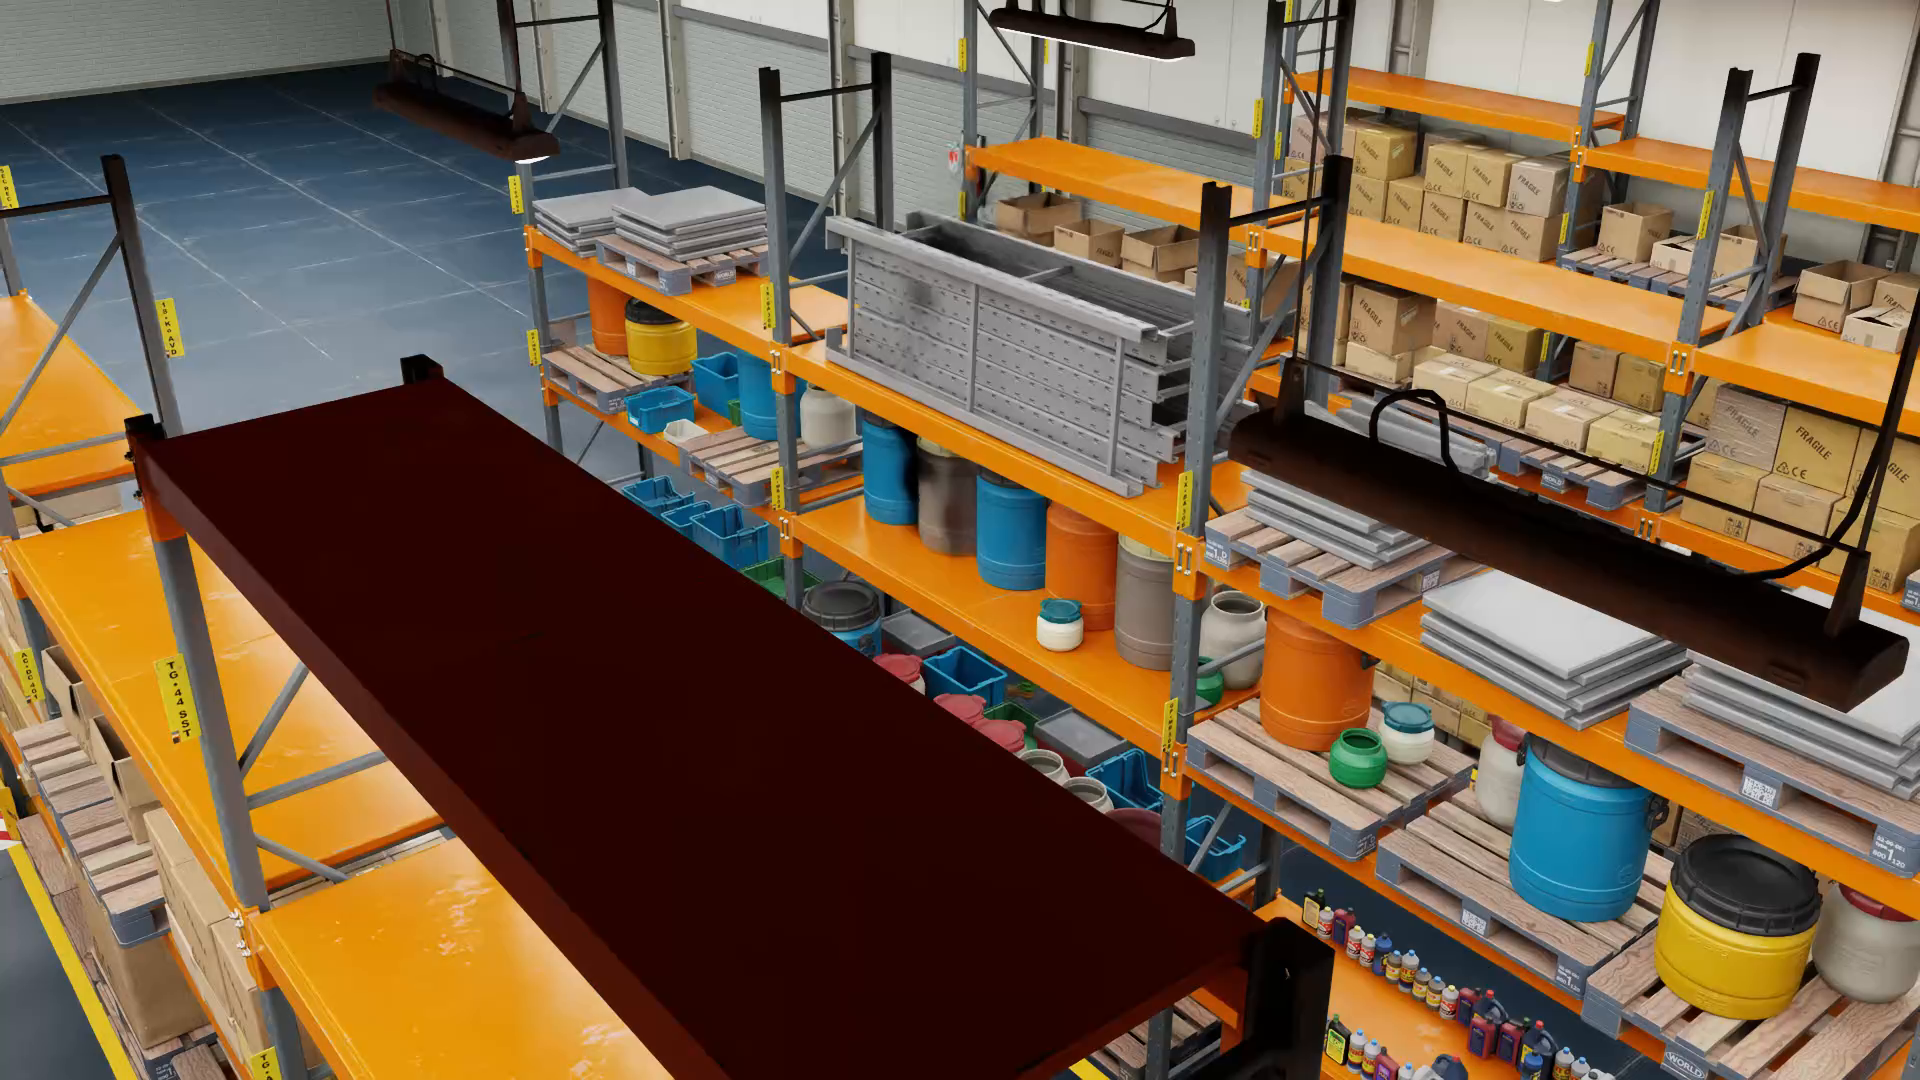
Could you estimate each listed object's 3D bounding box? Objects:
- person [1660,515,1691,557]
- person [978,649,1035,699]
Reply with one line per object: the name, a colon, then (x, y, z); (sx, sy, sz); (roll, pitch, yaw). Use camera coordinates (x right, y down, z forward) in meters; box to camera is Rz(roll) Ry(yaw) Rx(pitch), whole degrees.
person: (6.138, 0.591, 15.012); (0.682, 1.840, 0.802); (-20, 32, -35)
person: (0.359, 0.588, 14.480); (0.698, 1.878, 0.628); (22, 33, 37)
